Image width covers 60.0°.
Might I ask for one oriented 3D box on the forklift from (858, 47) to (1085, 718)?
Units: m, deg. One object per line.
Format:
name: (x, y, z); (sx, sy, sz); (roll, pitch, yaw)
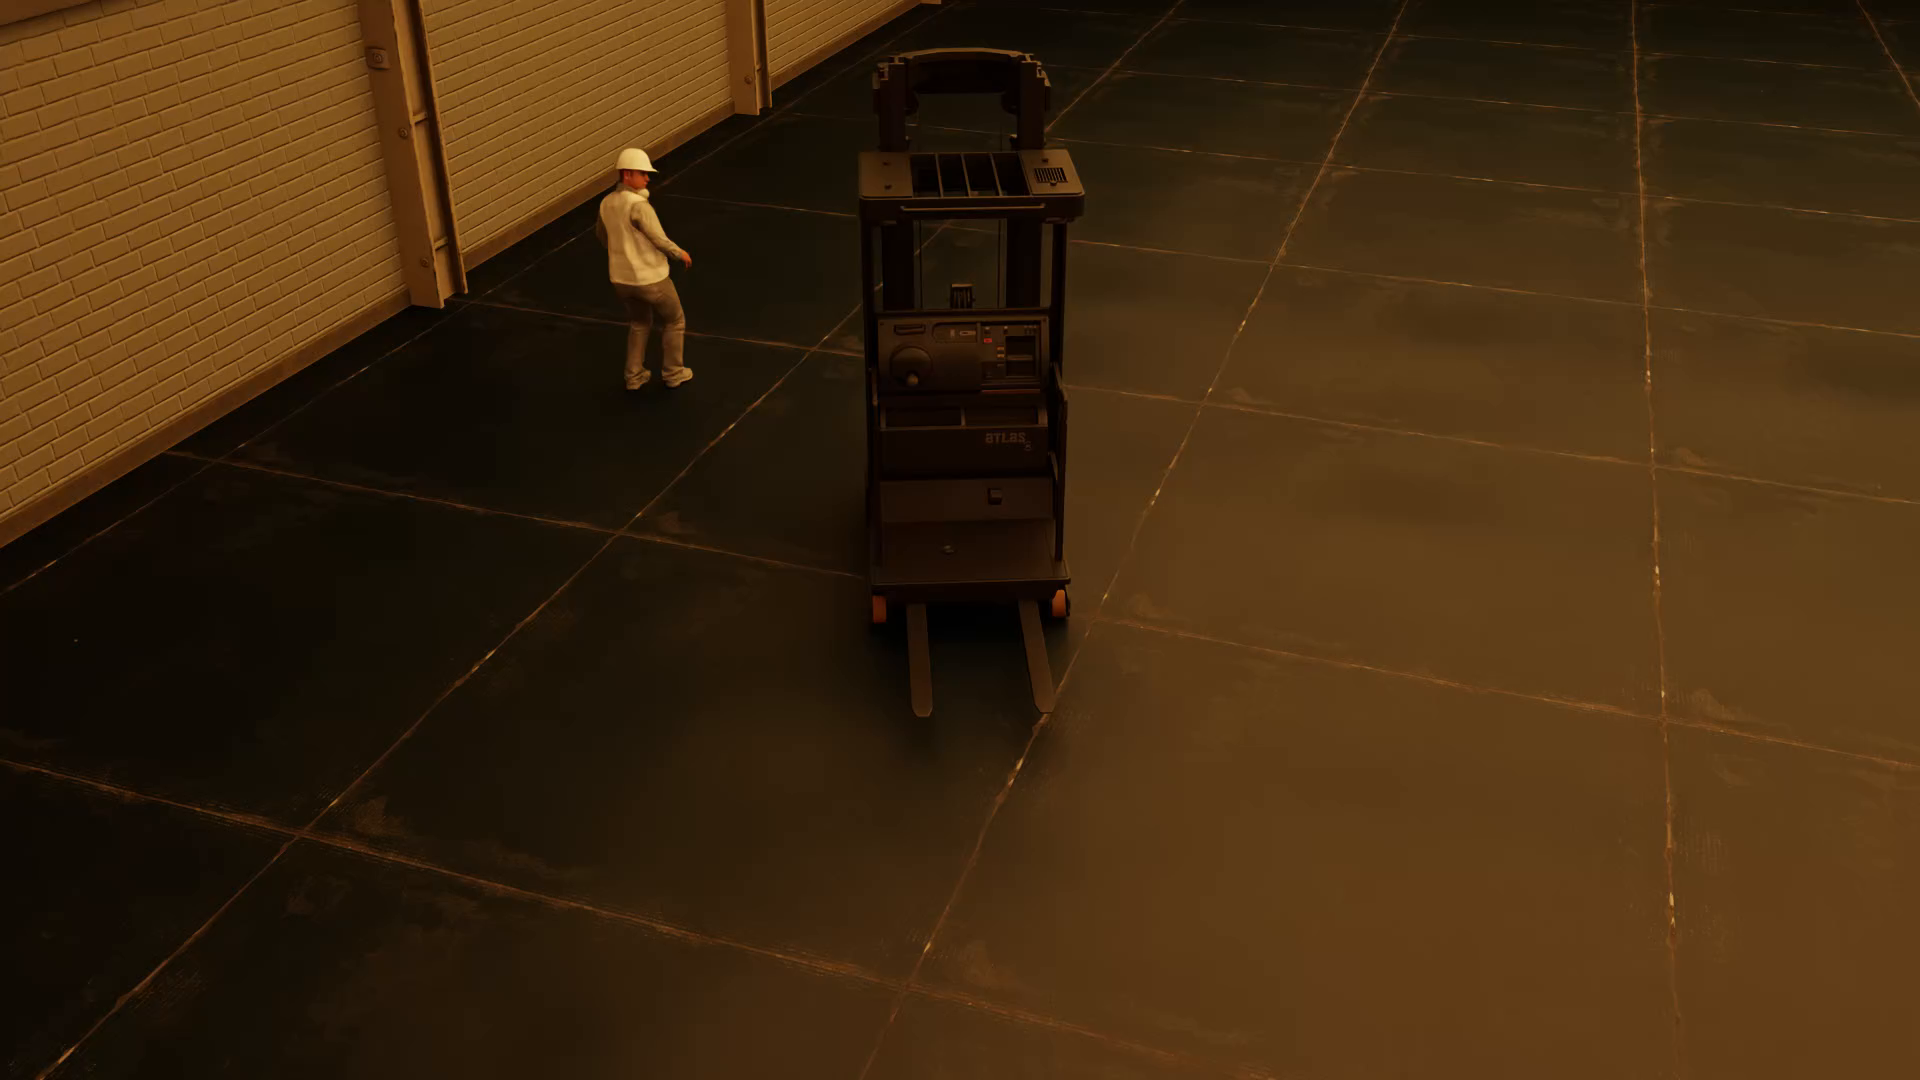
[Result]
forklift: (0.035, -0.972, 8.842); (1.130, 2.935, 3.031); (-2, 30, -3)

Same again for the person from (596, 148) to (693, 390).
person: (-2.231, -1.889, 11.692); (0.745, 1.727, 0.522); (18, 34, 28)
